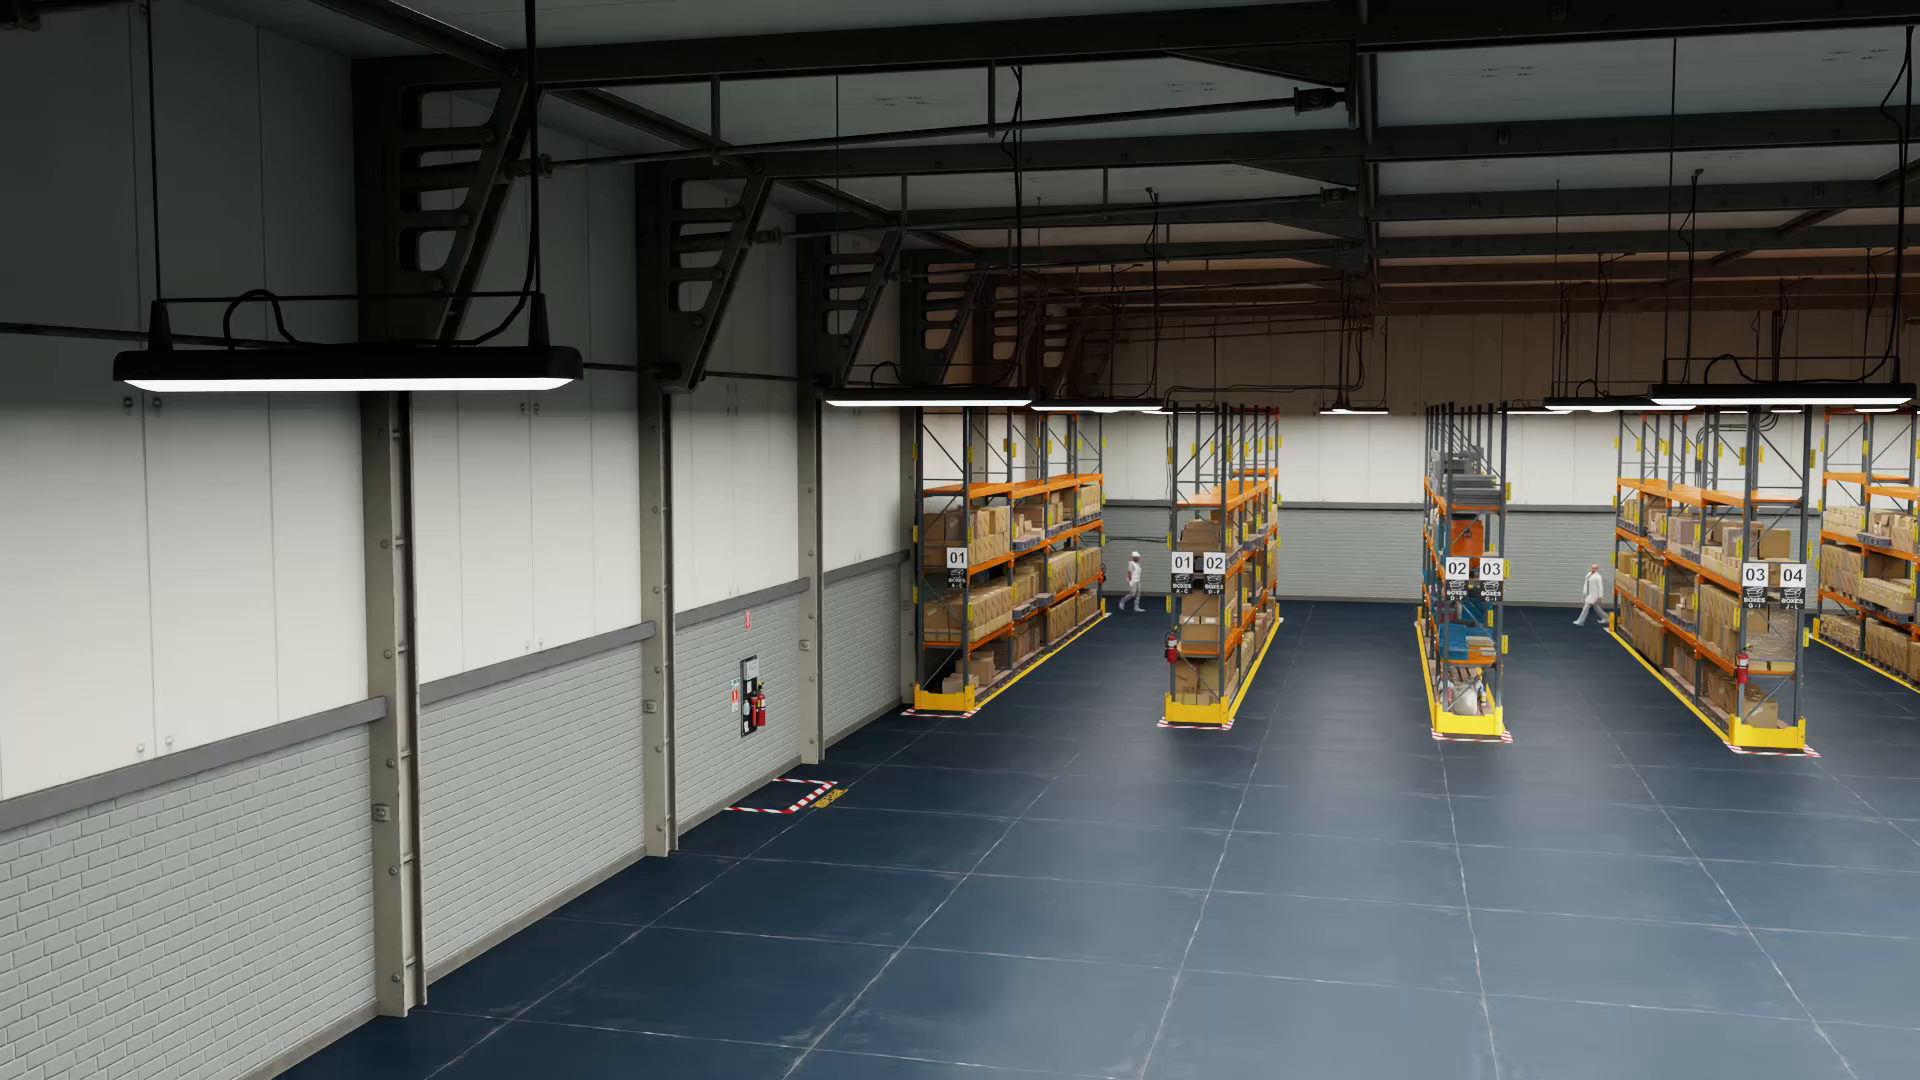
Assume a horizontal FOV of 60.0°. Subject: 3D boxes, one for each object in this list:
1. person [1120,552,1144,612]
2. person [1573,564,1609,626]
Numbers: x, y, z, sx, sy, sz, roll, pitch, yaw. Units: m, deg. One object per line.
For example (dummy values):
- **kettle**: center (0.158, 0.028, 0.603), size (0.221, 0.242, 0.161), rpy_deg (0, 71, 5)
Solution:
- **person**: center (5.054, 1.226, 48.805), size (0.701, 1.776, 0.620), rpy_deg (3, 5, 31)
- **person**: center (17.330, 1.510, 45.488), size (1.126, 1.721, 0.570), rpy_deg (-1, 4, -11)
